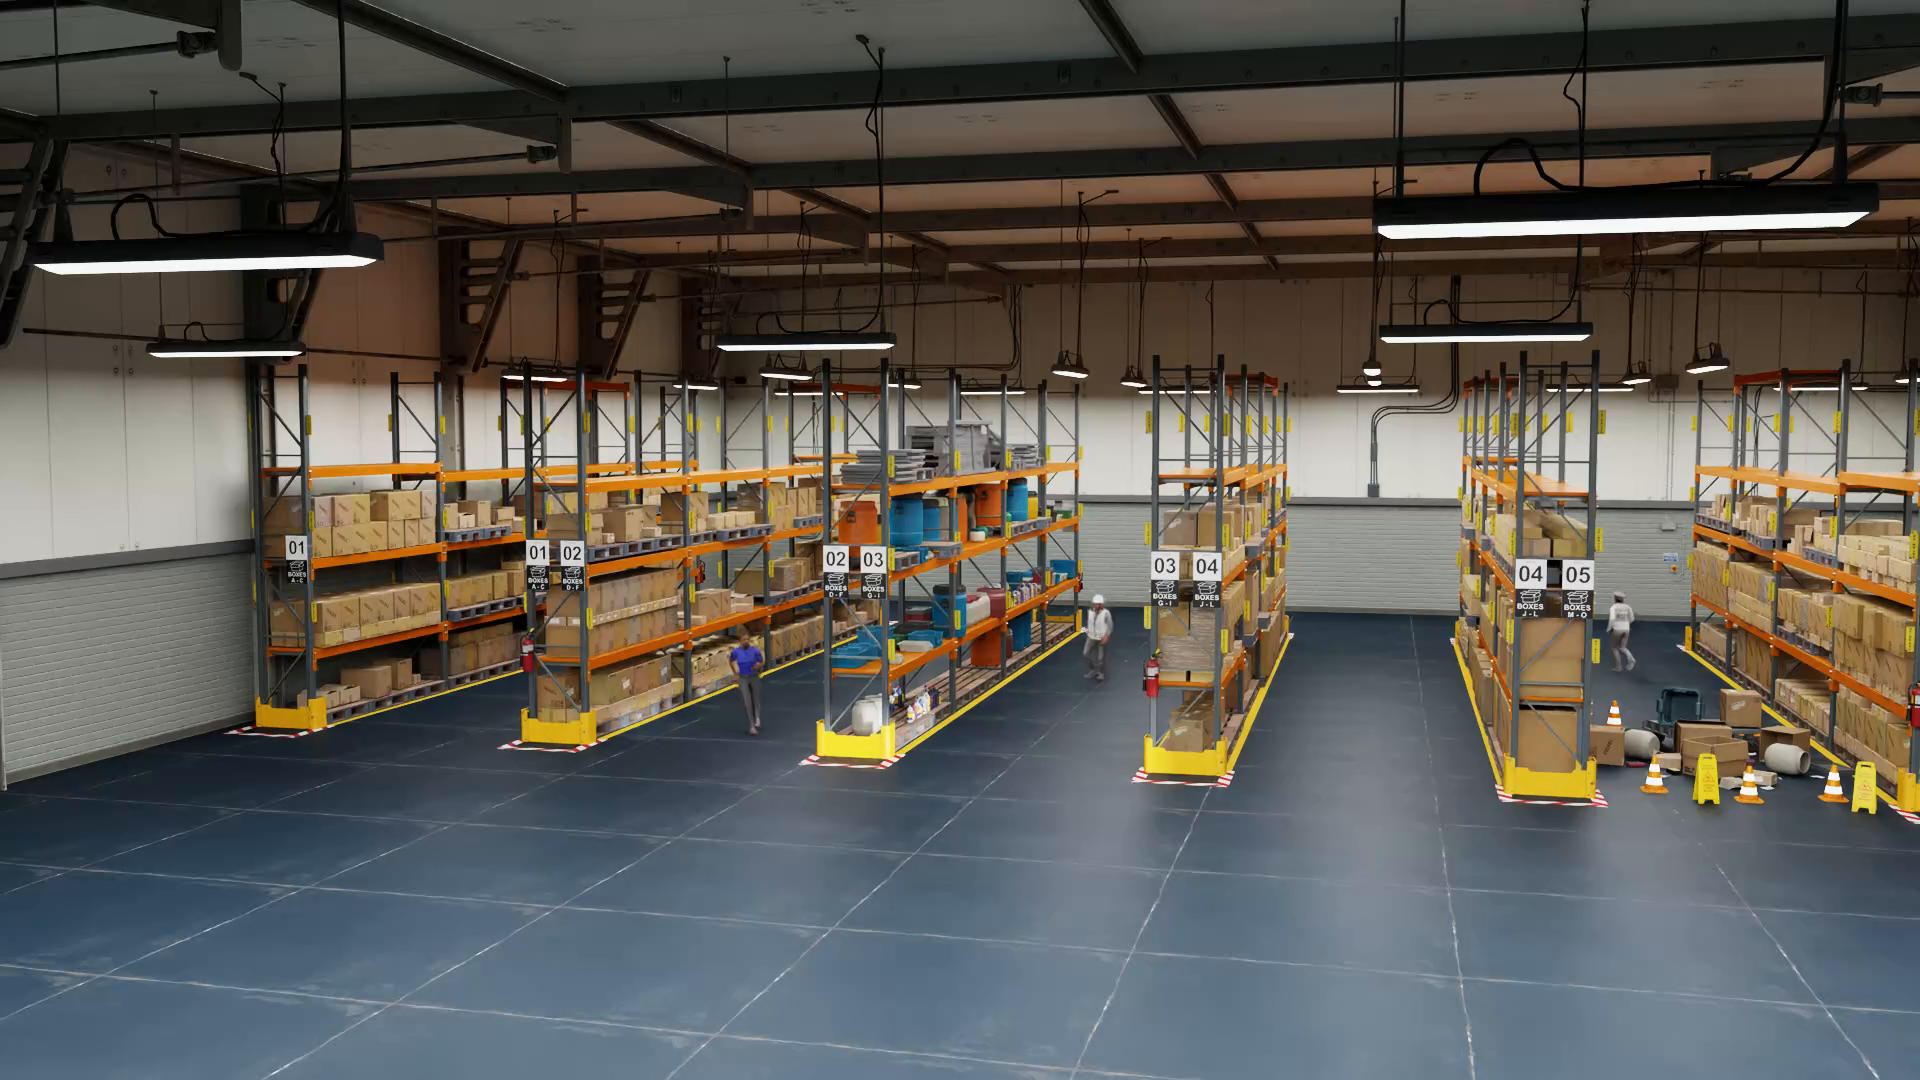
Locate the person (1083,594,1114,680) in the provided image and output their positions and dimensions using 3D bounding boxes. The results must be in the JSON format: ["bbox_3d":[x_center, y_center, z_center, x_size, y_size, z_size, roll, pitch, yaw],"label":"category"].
[{"bbox_3d":[2.717,1.897,32.439,0.651,1.716,0.736,2,4,26],"label":"person"}]

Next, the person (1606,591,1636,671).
[{"bbox_3d":[13.448,1.870,33.755,0.608,1.641,0.717,-1,4,-8],"label":"person"}]

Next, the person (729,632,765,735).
[{"bbox_3d":[-3.454,2.302,27.050,0.570,1.623,0.881,-1,4,-15],"label":"person"}]
